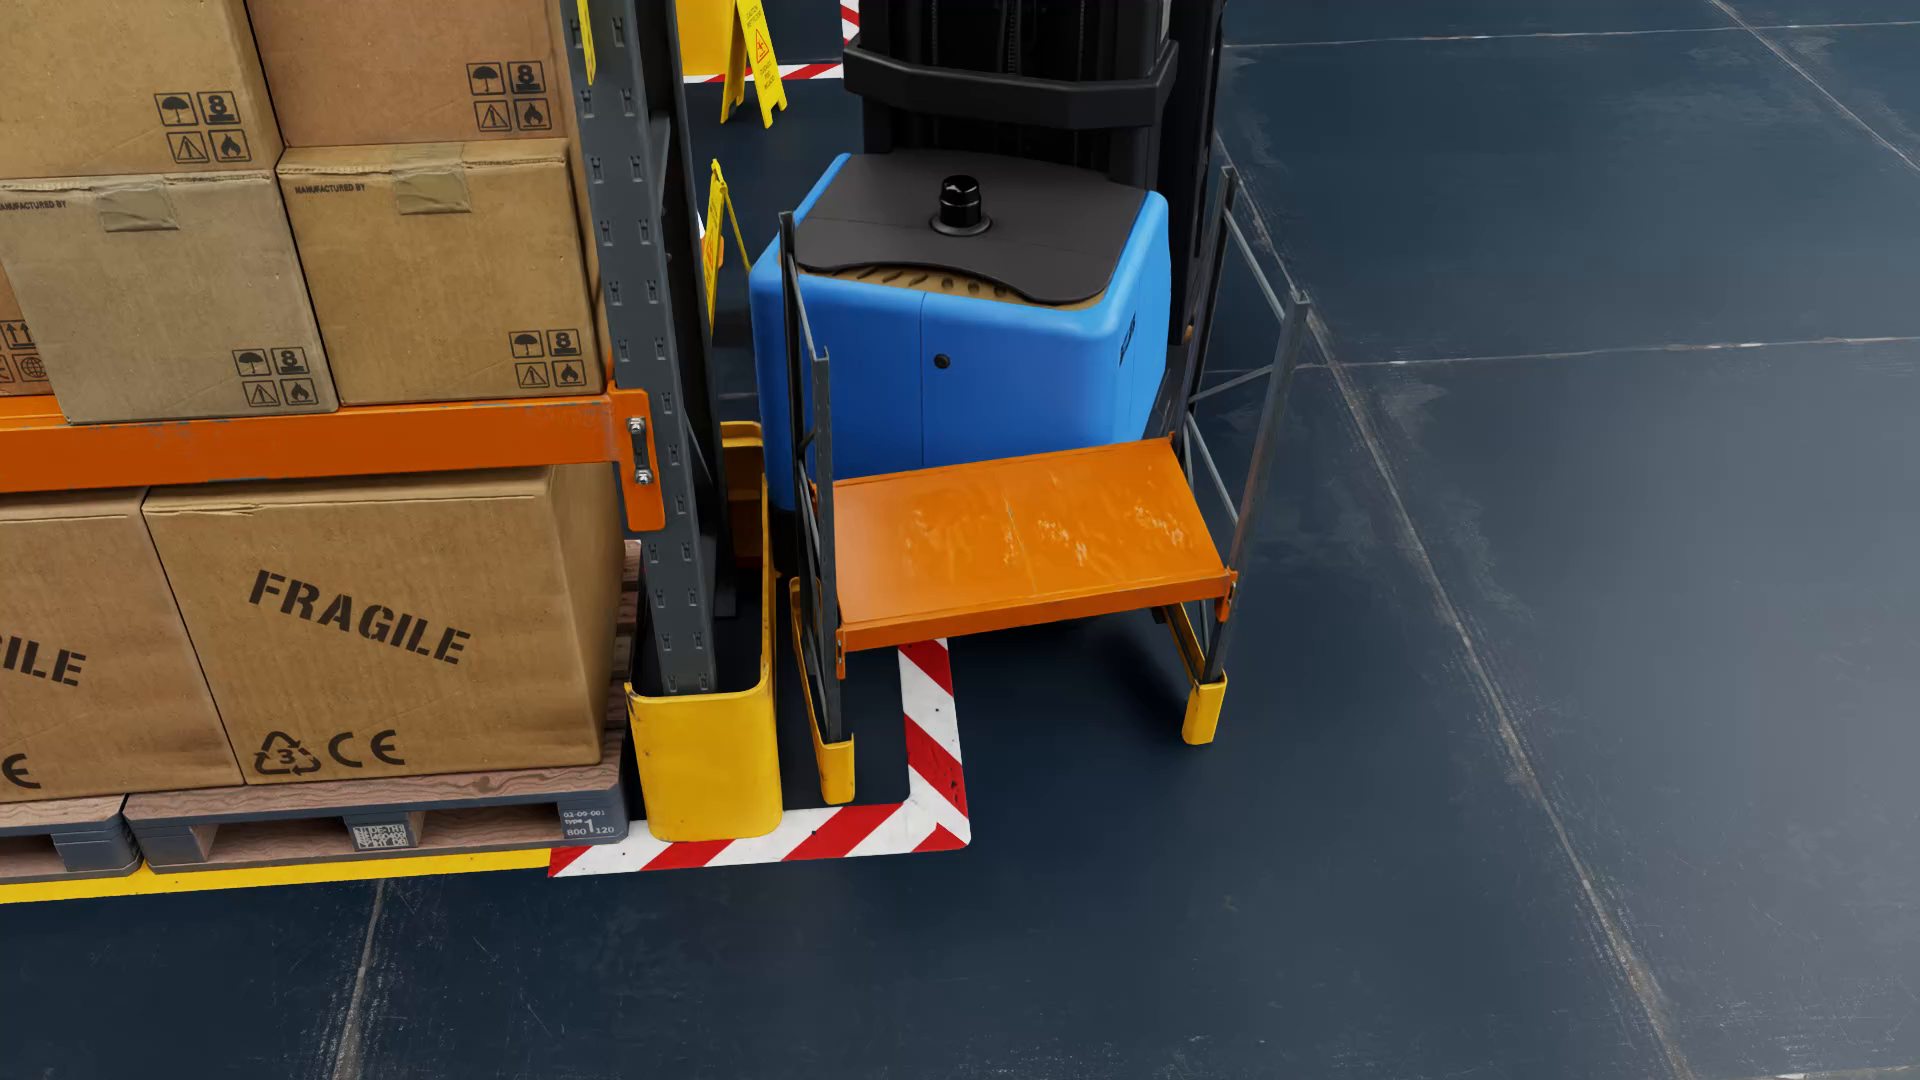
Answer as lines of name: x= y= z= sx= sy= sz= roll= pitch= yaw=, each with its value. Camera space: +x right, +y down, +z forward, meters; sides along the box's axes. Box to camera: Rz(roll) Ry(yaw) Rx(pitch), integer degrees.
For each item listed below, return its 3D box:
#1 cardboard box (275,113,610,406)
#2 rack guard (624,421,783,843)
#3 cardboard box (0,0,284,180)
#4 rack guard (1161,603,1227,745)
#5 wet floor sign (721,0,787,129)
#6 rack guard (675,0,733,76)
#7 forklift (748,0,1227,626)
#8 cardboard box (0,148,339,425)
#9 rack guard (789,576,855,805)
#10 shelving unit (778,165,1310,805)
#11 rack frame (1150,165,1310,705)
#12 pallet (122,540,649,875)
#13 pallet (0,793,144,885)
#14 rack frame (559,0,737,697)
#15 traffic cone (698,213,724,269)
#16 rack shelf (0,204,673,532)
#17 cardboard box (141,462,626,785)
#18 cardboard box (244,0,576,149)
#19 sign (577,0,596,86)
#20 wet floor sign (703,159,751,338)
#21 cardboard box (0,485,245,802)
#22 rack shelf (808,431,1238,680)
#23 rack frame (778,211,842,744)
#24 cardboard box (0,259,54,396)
cardboard box: x=-1.072 y=-0.777 z=3.692 sx=0.550 sy=0.550 sz=0.875 roll=-3 pitch=38 yaw=-4
rack guard: x=-0.682 y=0.214 z=4.576 sx=0.348 sy=0.500 sz=1.175 roll=-3 pitch=38 yaw=-4
cardboard box: x=-1.619 y=-1.166 z=3.313 sx=0.550 sy=0.550 sz=0.875 roll=-3 pitch=38 yaw=-4
rack guard: x=0.600 y=0.261 z=4.642 sx=0.087 sy=0.250 sz=0.587 roll=-8 pitch=48 yaw=-10
wet floor sign: x=-0.961 y=-2.241 z=7.569 sx=0.232 sy=0.644 sz=0.267 roll=9 pitch=39 yaw=12
rack guard: x=-1.321 y=-2.829 z=8.432 sx=0.348 sy=0.500 sz=1.175 roll=-3 pitch=38 yaw=-4
forklift: x=0.300 y=-1.819 z=5.189 sx=1.130 sy=2.935 sz=3.031 roll=10 pitch=39 yaw=12
cardboard box: x=-1.618 y=-0.733 z=3.637 sx=0.550 sy=0.550 sz=0.875 roll=-3 pitch=38 yaw=-4
rack guard: x=-0.372 y=0.396 z=4.473 sx=0.087 sy=0.250 sz=0.587 roll=-8 pitch=48 yaw=-10
shelving unit: x=0.135 y=-0.096 z=4.099 sx=1.083 sy=1.500 sz=0.587 roll=-8 pitch=48 yaw=-10
rack frame: x=0.640 y=-0.166 z=4.187 sx=0.032 sy=1.500 sz=0.500 roll=-8 pitch=48 yaw=-10
pallet: x=-1.496 y=0.421 z=4.547 sx=1.213 sy=0.211 sz=1.003 roll=-3 pitch=38 yaw=-4
pallet: x=-2.708 y=0.486 z=4.464 sx=1.213 sy=0.211 sz=1.003 roll=-3 pitch=38 yaw=-4
rack frame: x=-0.706 y=-0.766 z=3.800 sx=0.127 sy=3.000 sz=1.000 roll=-3 pitch=38 yaw=-4
traffic cone: x=-1.122 y=-1.333 z=6.566 sx=0.334 sy=0.463 sz=0.336 roll=-3 pitch=38 yaw=-4
rack shelf: x=-2.698 y=-0.374 z=3.883 sx=4.000 sy=0.370 sz=1.077 roll=-3 pitch=38 yaw=-4
cardboard box: x=-1.376 y=-0.019 z=4.229 sx=0.875 sy=0.875 sz=0.875 roll=-3 pitch=38 yaw=-4
cardboard box: x=-1.079 y=-1.253 z=3.423 sx=0.550 sy=0.550 sz=0.875 roll=-3 pitch=38 yaw=-4
sign: x=-0.672 y=-0.978 z=2.942 sx=0.005 sy=0.325 sz=0.100 roll=-3 pitch=38 yaw=-4
wet floor sign: x=-0.853 y=-1.065 z=6.079 sx=0.232 sy=0.644 sz=0.267 roll=-9 pitch=39 yaw=-12
cardboard box: x=-2.252 y=0.031 z=4.166 sx=0.875 sy=0.875 sz=0.875 roll=-4 pitch=38 yaw=-5
rack shelf: x=0.137 y=0.025 z=4.233 sx=1.000 sy=0.185 sz=0.538 roll=-8 pitch=48 yaw=-10
rack frame: x=-0.353 y=-0.028 z=4.014 sx=0.032 sy=1.500 sz=0.500 roll=-8 pitch=48 yaw=-10
cardboard box: x=-2.186 y=-0.780 z=3.696 sx=0.550 sy=0.550 sz=0.875 roll=-3 pitch=38 yaw=-4
